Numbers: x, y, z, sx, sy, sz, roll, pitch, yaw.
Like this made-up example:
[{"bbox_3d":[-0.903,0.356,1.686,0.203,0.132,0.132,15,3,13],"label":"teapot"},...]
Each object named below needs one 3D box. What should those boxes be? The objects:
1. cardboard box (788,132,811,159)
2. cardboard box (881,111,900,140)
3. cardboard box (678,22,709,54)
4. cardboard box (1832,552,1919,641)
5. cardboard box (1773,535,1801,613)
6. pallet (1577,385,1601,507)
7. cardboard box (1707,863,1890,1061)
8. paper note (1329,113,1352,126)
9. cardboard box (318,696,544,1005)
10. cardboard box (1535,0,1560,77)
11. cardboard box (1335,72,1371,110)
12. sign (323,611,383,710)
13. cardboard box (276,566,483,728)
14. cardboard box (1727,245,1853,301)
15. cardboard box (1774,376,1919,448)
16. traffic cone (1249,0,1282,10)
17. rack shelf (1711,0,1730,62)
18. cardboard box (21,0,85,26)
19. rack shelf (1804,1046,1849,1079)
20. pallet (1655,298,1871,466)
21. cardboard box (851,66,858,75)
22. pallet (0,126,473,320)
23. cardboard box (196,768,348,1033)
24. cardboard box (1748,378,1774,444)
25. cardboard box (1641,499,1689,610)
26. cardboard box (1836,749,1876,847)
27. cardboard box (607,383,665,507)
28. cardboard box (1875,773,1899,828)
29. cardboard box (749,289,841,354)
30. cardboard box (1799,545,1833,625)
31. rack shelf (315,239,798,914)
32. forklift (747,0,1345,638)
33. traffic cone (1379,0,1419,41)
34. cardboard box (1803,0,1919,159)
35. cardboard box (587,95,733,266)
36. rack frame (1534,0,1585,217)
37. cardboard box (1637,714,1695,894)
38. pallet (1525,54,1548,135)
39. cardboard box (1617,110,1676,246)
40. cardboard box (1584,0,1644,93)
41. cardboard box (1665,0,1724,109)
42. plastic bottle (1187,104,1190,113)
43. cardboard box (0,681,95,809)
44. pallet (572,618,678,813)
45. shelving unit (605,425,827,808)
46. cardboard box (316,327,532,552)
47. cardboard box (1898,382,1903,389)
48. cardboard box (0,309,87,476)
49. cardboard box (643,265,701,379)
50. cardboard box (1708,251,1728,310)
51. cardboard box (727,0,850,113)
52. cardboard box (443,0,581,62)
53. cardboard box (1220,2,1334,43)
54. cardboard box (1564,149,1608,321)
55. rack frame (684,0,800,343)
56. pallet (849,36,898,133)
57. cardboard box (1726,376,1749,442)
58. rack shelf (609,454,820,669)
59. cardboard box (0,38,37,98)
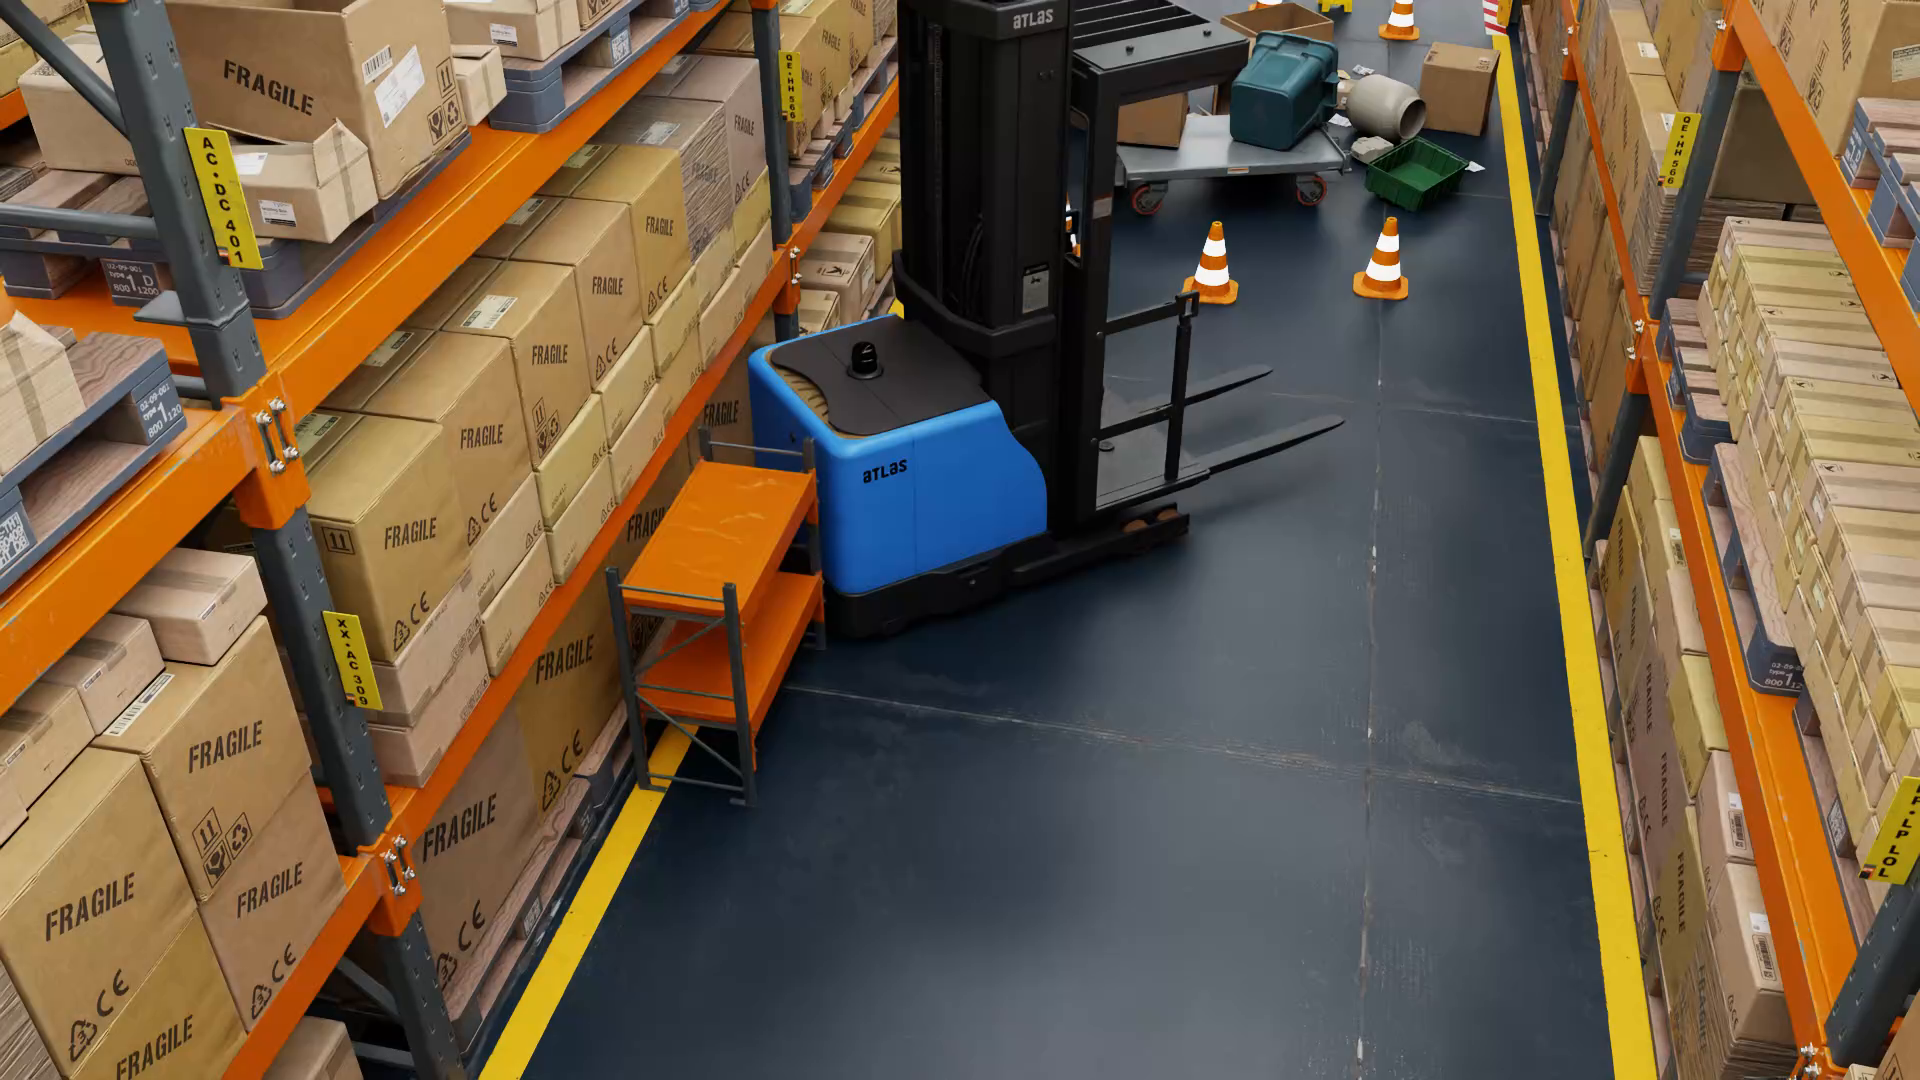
[{"bbox_3d":[-0.964,-2.044,8.370,0.380,0.149,0.250,5,36,7],"label":"cardboard box"},{"bbox_3d":[-0.564,-2.753,11.374,0.950,0.372,0.625,8,37,11],"label":"cardboard box"},{"bbox_3d":[-1.483,-2.281,8.145,0.500,0.500,0.500,6,36,9],"label":"cardboard box"},{"bbox_3d":[2.759,0.185,4.788,0.380,0.149,0.250,7,37,10],"label":"cardboard box"},{"bbox_3d":[2.861,0.133,5.367,0.380,0.149,0.250,9,37,12],"label":"cardboard box"},{"bbox_3d":[3.791,-0.406,8.630,1.003,0.211,1.213,7,37,10],"label":"pallet"},{"bbox_3d":[2.607,1.281,5.060,0.500,0.250,0.500,6,36,9],"label":"cardboard box"},{"bbox_3d":[2.906,-3.188,12.629,0.172,0.023,0.155,20,41,26],"label":"paper note"},{"bbox_3d":[-2.109,0.963,5.817,0.875,0.875,0.875,8,37,11],"label":"cardboard box"},{"bbox_3d":[4.991,-4.086,12.785,0.875,0.875,0.875,7,36,9],"label":"cardboard box"},{"bbox_3d":[2.971,-3.495,12.845,0.396,0.266,0.258,14,38,18],"label":"cardboard box"},{"bbox_3d":[-1.620,0.325,4.441,0.100,0.325,0.005,7,37,10],"label":"sign"},{"bbox_3d":[-1.793,0.280,5.009,0.500,0.250,0.500,6,36,9],"label":"cardboard box"},{"bbox_3d":[3.206,-1.006,6.432,0.380,0.149,0.250,6,36,9],"label":"cardboard box"},{"bbox_3d":[2.982,-0.407,5.605,0.380,0.149,0.250,8,37,11],"label":"cardboard box"},{"bbox_3d":[2.726,-4.861,14.563,0.336,0.463,0.334,7,37,10],"label":"traffic cone"},{"bbox_3d":[3.976,-3.162,8.114,1.077,0.370,4.000,7,37,10],"label":"rack shelf"},{"bbox_3d":[-5.587,-3.225,9.845,0.500,0.250,0.500,6,36,9],"label":"cardboard box"},{"bbox_3d":[2.267,2.639,2.666,1.077,0.370,4.000,7,37,10],"label":"rack shelf"},{"bbox_3d":[3.501,-0.592,6.675,1.213,0.211,1.003,7,37,10],"label":"pallet"},{"bbox_3d":[-0.784,-2.665,9.227,0.380,0.149,0.250,9,37,12],"label":"cardboard box"},{"bbox_3d":[-2.015,-1.030,4.722,0.805,0.209,1.217,6,36,8],"label":"pallet"},{"bbox_3d":[-2.012,0.896,4.372,0.500,0.500,0.500,8,37,10],"label":"cardboard box"},{"bbox_3d":[3.032,-0.432,5.893,0.380,0.149,0.250,7,37,10],"label":"cardboard box"},{"bbox_3d":[3.057,0.102,6.686,0.500,0.250,0.500,7,37,9],"label":"cardboard box"},{"bbox_3d":[2.641,0.731,4.541,0.380,0.149,0.250,8,37,10],"label":"cardboard box"},{"bbox_3d":[-1.461,-0.394,6.365,0.500,0.250,0.500,7,36,9],"label":"cardboard box"},{"bbox_3d":[2.587,0.759,4.249,0.380,0.149,0.250,8,37,11],"label":"cardboard box"},{"bbox_3d":[-1.178,-1.083,9.070,0.950,0.372,0.625,5,36,7],"label":"cardboard box"},{"bbox_3d":[2.808,0.160,5.076,0.380,0.149,0.250,6,36,8],"label":"cardboard box"},{"bbox_3d":[-1.736,-0.217,6.606,1.077,0.370,4.000,7,37,10],"label":"rack shelf"},{"bbox_3d":[0.547,-1.369,7.641,3.031,2.935,1.130,-18,40,-24],"label":"forklift"},{"bbox_3d":[3.757,-4.525,14.099,0.336,0.463,0.334,7,37,10],"label":"traffic cone"},{"bbox_3d":[2.965,-1.478,5.092,0.500,0.500,0.500,7,37,10],"label":"cardboard box"},{"bbox_3d":[-1.265,-1.476,6.793,0.500,0.500,0.500,8,37,11],"label":"cardboard box"},{"bbox_3d":[4.403,-3.385,10.365,1.000,3.000,0.127,7,37,10],"label":"rack frame"},{"bbox_3d":[2.830,1.000,6.087,0.500,0.500,0.500,7,36,9],"label":"cardboard box"},{"bbox_3d":[4.901,-3.384,12.739,1.003,0.211,1.213,7,37,10],"label":"pallet"},{"bbox_3d":[3.491,-1.710,7.968,0.500,0.500,0.500,7,37,10],"label":"cardboard box"},{"bbox_3d":[3.921,-2.868,9.567,0.500,0.500,0.500,8,37,10],"label":"cardboard box"},{"bbox_3d":[3.869,-2.378,8.038,0.700,0.500,0.500,7,36,9],"label":"cardboard box"},{"bbox_3d":[1.654,-3.263,12.700,0.133,0.061,0.283,14,38,18],"label":"plastic bottle"},{"bbox_3d":[-2.143,0.426,3.616,0.380,0.149,0.250,7,37,10],"label":"cardboard box"},{"bbox_3d":[-1.813,0.614,7.223,1.003,0.211,1.213,7,37,10],"label":"pallet"},{"bbox_3d":[-0.963,0.301,6.876,0.538,1.125,1.048,7,37,10],"label":"shelving unit"},{"bbox_3d":[-1.706,-0.318,5.196,0.500,0.500,0.500,7,37,10],"label":"cardboard box"},{"bbox_3d":[3.783,-0.530,6.282,0.380,0.149,0.250,8,37,11],"label":"cardboard box"},{"bbox_3d":[-1.987,-0.326,3.259,0.396,0.266,0.258,8,37,11],"label":"cardboard box"},{"bbox_3d":[-1.359,-0.896,6.632,0.500,0.250,0.500,6,36,9],"label":"cardboard box"},{"bbox_3d":[3.250,-1.029,6.716,0.380,0.149,0.250,9,37,12],"label":"cardboard box"},{"bbox_3d":[-0.882,-2.514,8.466,0.500,0.500,0.500,9,37,12],"label":"cardboard box"},{"bbox_3d":[-1.431,-1.695,5.234,0.396,0.266,0.258,10,37,14],"label":"cardboard box"},{"bbox_3d":[2.498,-3.906,13.210,0.797,0.503,0.637,-17,39,-22],"label":"cardboard box"},{"bbox_3d":[4.149,-1.725,9.633,1.050,0.750,0.750,7,37,10],"label":"cardboard box"},{"bbox_3d":[-1.309,-1.655,7.977,1.000,3.000,0.127,7,37,10],"label":"rack frame"},{"bbox_3d":[-0.926,-2.717,9.606,1.003,0.211,1.213,7,37,10],"label":"pallet"},{"bbox_3d":[3.085,-0.466,6.193,0.380,0.149,0.250,9,37,12],"label":"cardboard box"},{"bbox_3d":[-0.963,0.064,6.704,0.538,0.278,1.000,7,37,10],"label":"rack shelf"},{"bbox_3d":[-5.713,-2.725,9.582,0.500,0.250,0.500,7,36,9],"label":"cardboard box"}]
